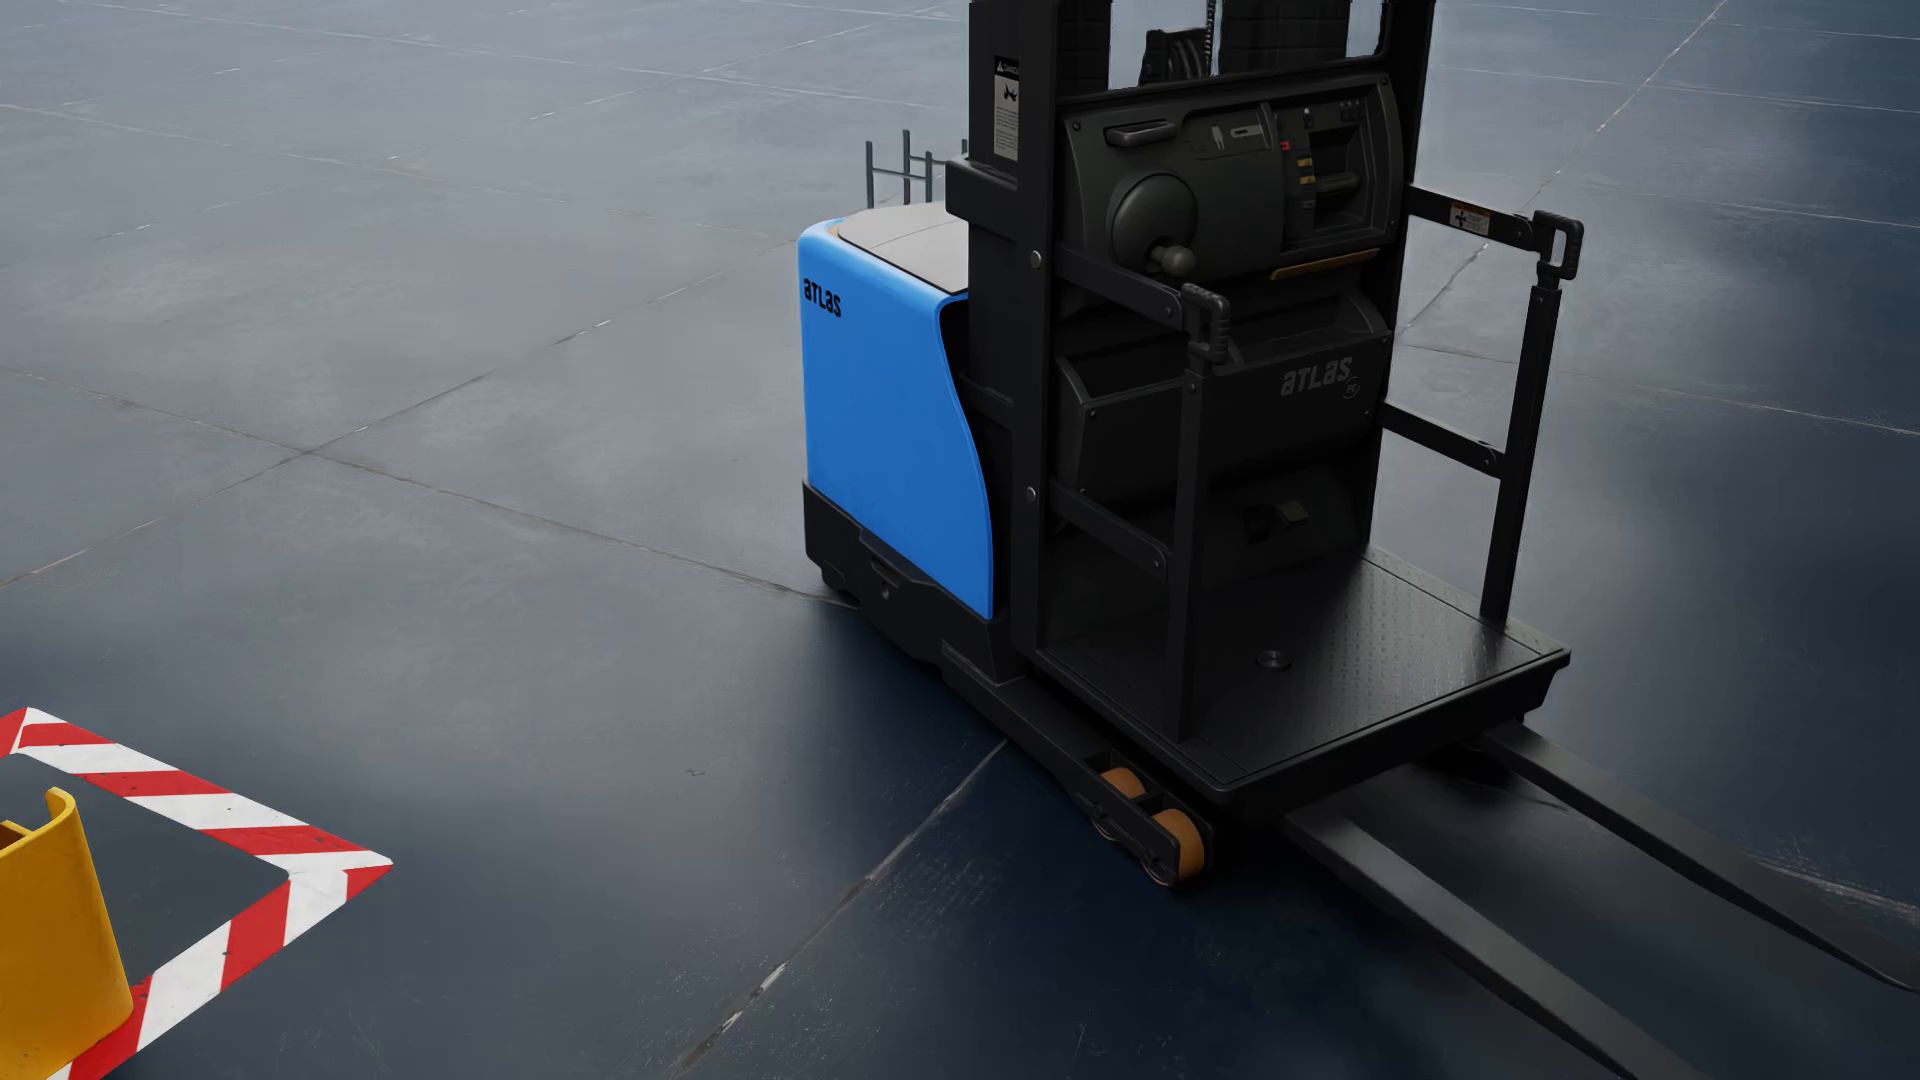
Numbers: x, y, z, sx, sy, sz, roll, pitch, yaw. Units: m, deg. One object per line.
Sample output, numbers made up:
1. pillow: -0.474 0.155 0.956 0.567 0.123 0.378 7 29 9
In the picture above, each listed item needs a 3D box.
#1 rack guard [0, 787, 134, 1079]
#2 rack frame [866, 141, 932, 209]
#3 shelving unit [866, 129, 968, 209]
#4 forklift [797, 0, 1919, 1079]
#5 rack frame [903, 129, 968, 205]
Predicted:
1. rack guard: -2.235 0.660 3.374 1.175 0.500 0.348 14 30 26
2. rack frame: -0.181 -0.618 5.145 0.240 1.200 0.006 18 32 31
3. shelving unit: -0.128 -0.652 5.212 0.258 1.200 0.189 18 32 31
4. forklift: 0.742 -0.781 3.536 1.130 2.935 3.031 -16 31 -28
5. rack frame: -0.075 -0.685 5.278 0.240 1.200 0.006 18 32 31
